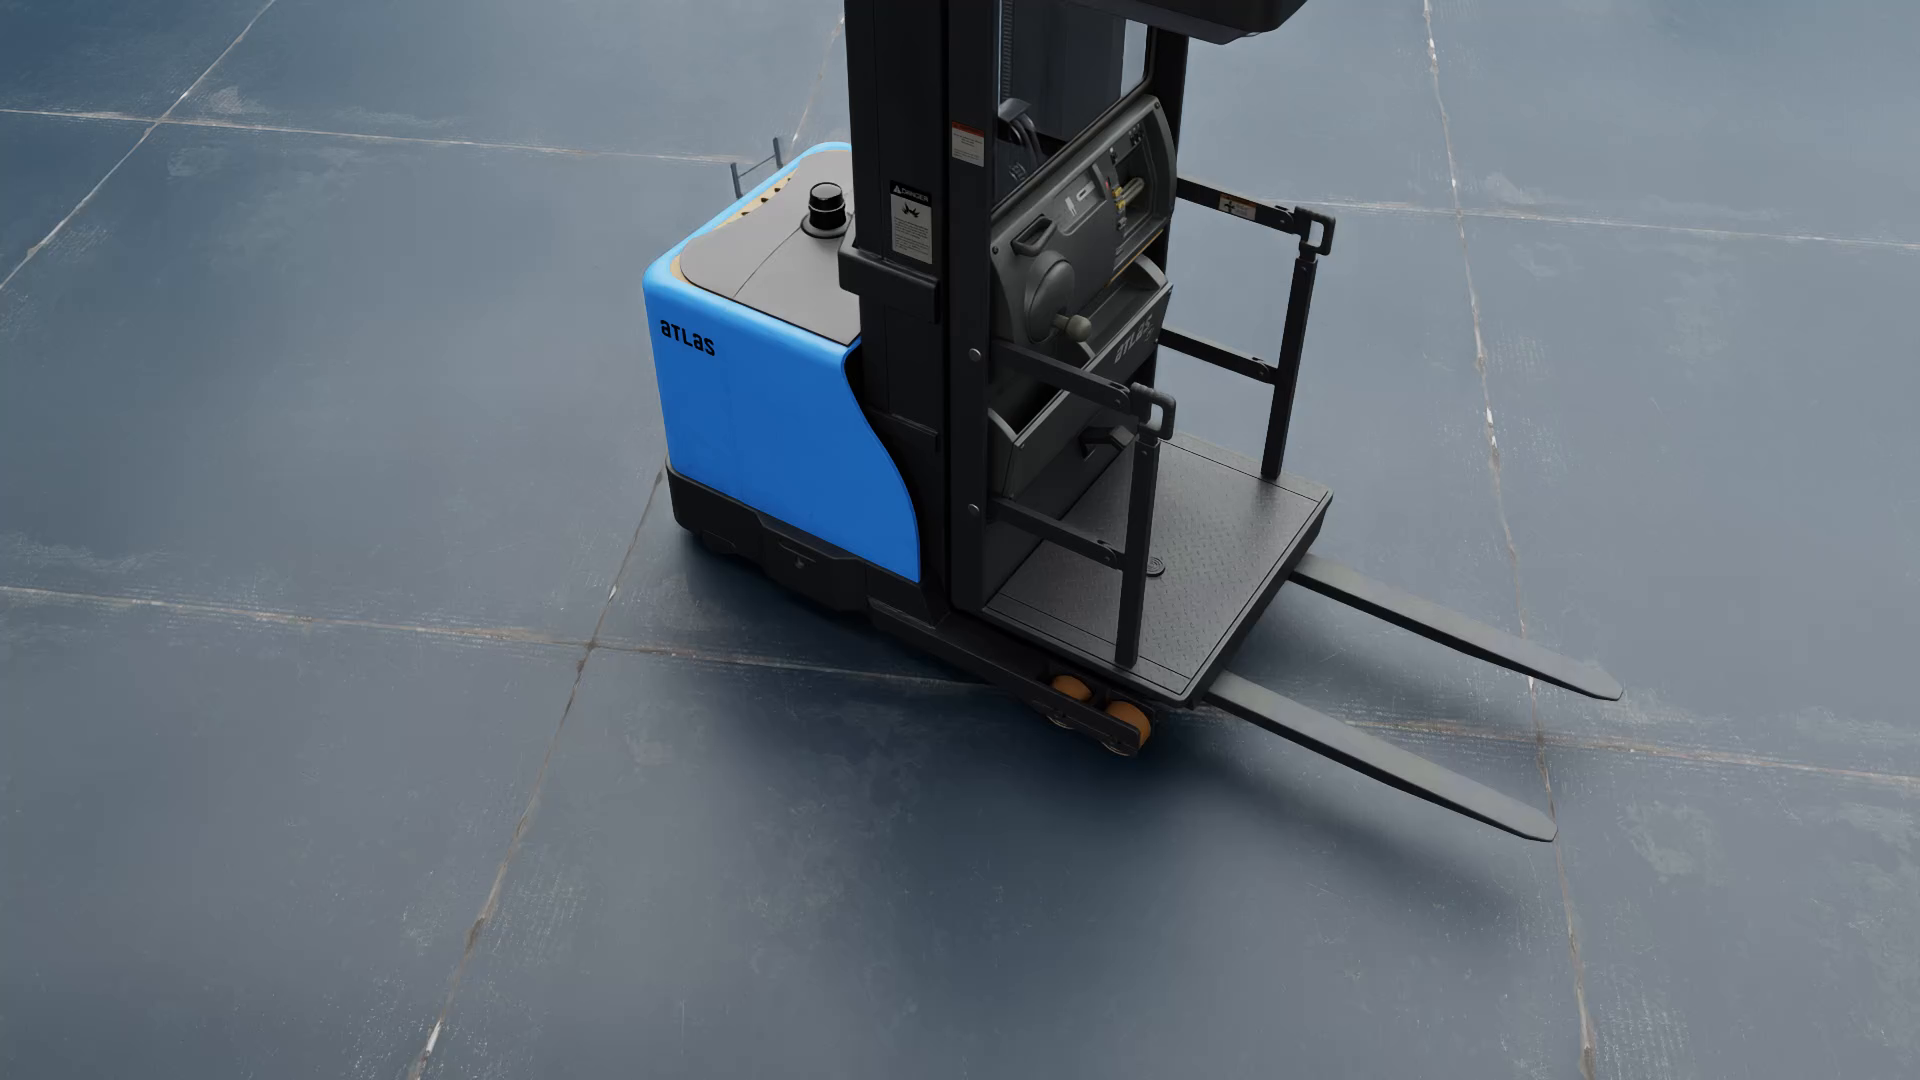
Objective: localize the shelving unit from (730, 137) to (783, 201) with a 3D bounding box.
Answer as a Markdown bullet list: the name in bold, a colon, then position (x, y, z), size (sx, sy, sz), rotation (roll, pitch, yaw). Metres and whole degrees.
- **shelving unit**: position (-0.615, -1.005, 6.144), size (0.210, 0.900, 0.258), rotation (24, 48, 31)

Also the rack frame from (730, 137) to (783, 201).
- **rack frame**: position (-0.694, -1.040, 6.196), size (0.006, 0.900, 0.240), rotation (24, 48, 31)

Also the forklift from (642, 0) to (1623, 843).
- **forklift**: position (0.527, -0.831, 4.496), size (3.031, 2.935, 1.130), rotation (24, 48, 23)
